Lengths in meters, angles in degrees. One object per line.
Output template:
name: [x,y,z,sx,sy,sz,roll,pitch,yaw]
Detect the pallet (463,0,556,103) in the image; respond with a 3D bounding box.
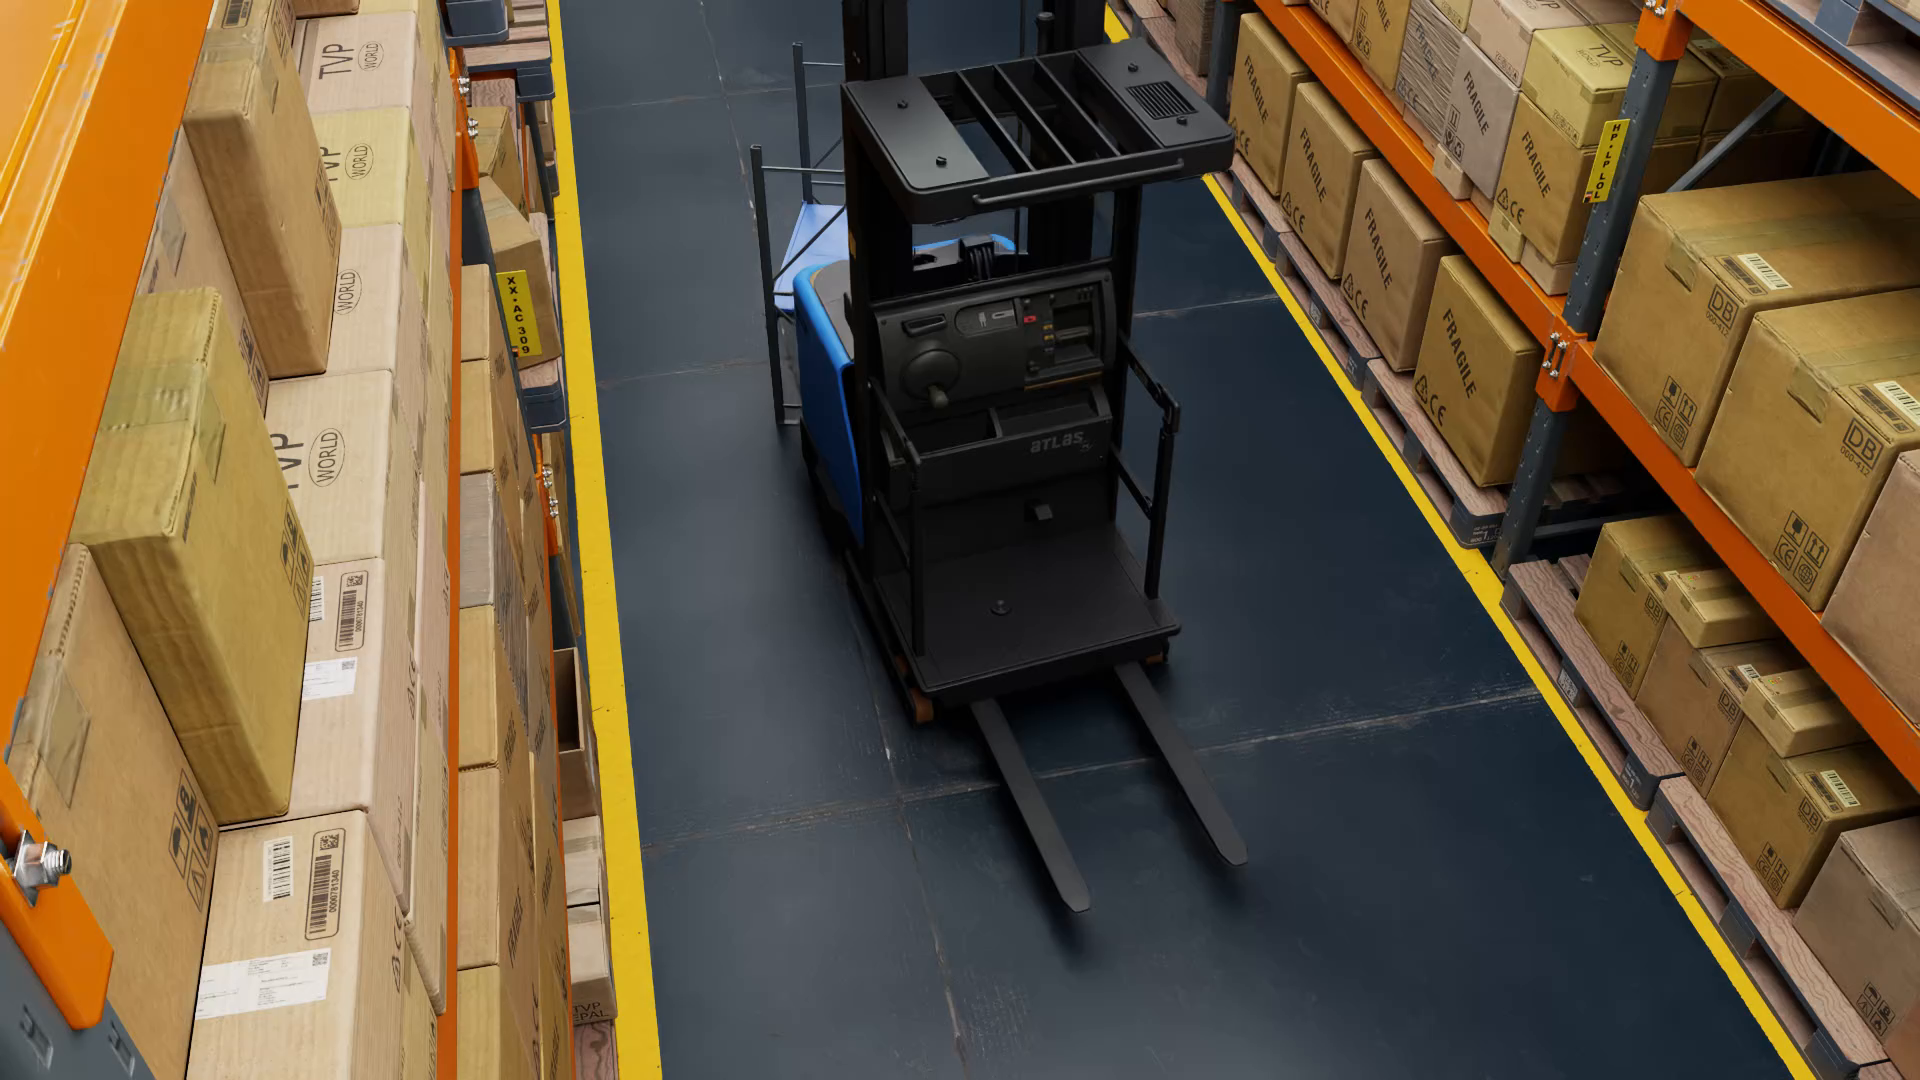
pallet: [-2.624,-2.424,8.147,1.213,0.211,1.003,-8,42,-9]

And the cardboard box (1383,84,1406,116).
cardboard box: [2.234,-2.140,7.857,0.380,0.149,0.250,-7,42,-8]

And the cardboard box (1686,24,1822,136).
cardboard box: [3.016,-1.816,6.439,0.500,0.250,0.500,-7,42,-8]

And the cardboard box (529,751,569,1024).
cardboard box: [-1.279,0.914,4.167,0.500,0.500,0.500,-8,42,-9]

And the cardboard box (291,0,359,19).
cardboard box: [-1.833,-1.555,3.936,0.700,0.500,0.500,-8,42,-9]

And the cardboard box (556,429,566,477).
cardboard box: [-2.069,-0.579,7.477,0.500,0.500,0.500,-8,42,-9]

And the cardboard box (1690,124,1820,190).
cardboard box: [3.007,-1.535,6.687,0.500,0.500,0.500,-10,43,-11]

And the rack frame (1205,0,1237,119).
rack frame: [1.997,-3.637,9.370,1.000,3.000,0.127,-8,42,-9]

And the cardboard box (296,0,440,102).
cardboard box: [-1.606,-1.308,4.223,0.500,0.250,0.500,-8,42,-9]

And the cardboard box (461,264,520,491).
cardboard box: [-1.614,-0.453,4.954,0.500,0.500,0.500,-8,42,-9]

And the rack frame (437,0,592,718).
rack frame: [-1.976,-0.332,5.646,1.000,3.000,0.127,-8,42,-9]

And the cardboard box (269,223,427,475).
cardboard box: [-1.288,-0.335,3.127,0.500,0.250,0.500,-8,42,-9]

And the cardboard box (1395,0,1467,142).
cardboard box: [2.295,-2.120,7.346,0.500,0.500,0.500,-8,42,-9]

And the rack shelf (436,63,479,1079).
rack shelf: [-1.544,0.112,3.429,1.077,0.370,4.000,-8,42,-9]

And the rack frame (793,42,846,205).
rack frame: [-0.549,-1.794,8.423,0.500,1.500,0.032,4,42,5]

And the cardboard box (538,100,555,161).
cardboard box: [-2.665,-2.435,9.771,0.500,0.250,0.500,-8,42,-9]

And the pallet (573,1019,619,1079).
pallet: [-1.562,1.949,5.178,1.003,0.211,1.213,-8,42,-9]

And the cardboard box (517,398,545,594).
cardboard box: [-1.617,-0.082,5.290,0.500,0.500,0.500,-8,42,-9]

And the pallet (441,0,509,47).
pallet: [-2.048,-1.816,5.200,1.213,0.211,1.003,-8,42,-9]

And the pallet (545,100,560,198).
pallet: [-2.979,-2.421,10.100,1.003,0.211,1.213,-8,42,-9]

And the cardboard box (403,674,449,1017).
cardboard box: [-1.070,0.500,2.563,0.500,0.250,0.500,-8,42,-9]

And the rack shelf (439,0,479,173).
rack shelf: [-2.407,-2.481,6.350,1.077,0.370,4.000,-8,42,-9]

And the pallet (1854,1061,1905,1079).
pallet: [3.475,2.084,5.025,1.003,0.211,1.213,-8,42,-9]

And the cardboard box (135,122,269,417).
cardboard box: [-1.477,-0.248,2.464,0.700,0.500,0.500,-8,42,-9]

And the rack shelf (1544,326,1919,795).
rack shelf: [3.292,0.521,5.227,1.077,0.370,4.000,-8,42,-9]

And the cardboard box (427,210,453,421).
cardboard box: [-1.397,-0.472,3.658,0.500,0.250,0.500,-8,42,-9]

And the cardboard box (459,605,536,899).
cardboard box: [-1.284,0.532,3.844,0.500,0.500,0.500,-9,42,-10]

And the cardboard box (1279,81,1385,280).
cardboard box: [2.211,-1.926,8.745,0.750,0.750,0.750,-9,42,-9]

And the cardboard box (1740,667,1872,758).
cardboard box: [2.930,0.577,5.700,0.380,0.149,0.250,-9,42,-11]

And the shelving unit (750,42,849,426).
shelving unit: [-0.602,-1.459,8.045,0.538,1.500,1.048,4,42,5]

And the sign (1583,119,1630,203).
sign: [2.333,-1.364,5.996,0.100,0.325,0.005,-8,42,-9]

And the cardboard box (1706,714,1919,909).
cardboard box: [3.136,0.892,5.834,0.700,0.500,0.500,-7,42,-8]

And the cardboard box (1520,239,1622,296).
cardboard box: [2.511,-1.136,6.727,0.380,0.149,0.250,-8,42,-9]

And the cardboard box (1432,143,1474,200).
cardboard box: [2.307,-1.634,7.287,0.380,0.149,0.250,-8,42,-9]

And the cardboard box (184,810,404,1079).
cardboard box: [-0.969,0.638,2.031,0.500,0.250,0.500,-8,42,-9]

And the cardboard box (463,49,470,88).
cardboard box: [-2.582,-2.107,7.254,0.700,0.500,0.500,-1,42,-1]

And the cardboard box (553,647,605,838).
cardboard box: [-1.576,0.767,5.960,0.500,0.500,0.500,-8,42,-9]

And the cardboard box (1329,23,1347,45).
cardboard box: [2.102,-2.643,8.424,0.380,0.149,0.250,-7,42,-8]

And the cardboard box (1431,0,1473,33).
cardboard box: [2.299,-2.410,7.108,0.500,0.250,0.500,-8,42,-8]

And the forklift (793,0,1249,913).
forklift: [0.217,-0.663,6.071,1.130,2.935,3.031,-13,43,-14]

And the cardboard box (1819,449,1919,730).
cardboard box: [3.280,0.142,4.887,0.980,0.700,0.700,-10,43,-11]

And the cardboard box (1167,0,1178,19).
cardboard box: [1.793,-3.677,10.966,0.700,0.500,0.500,-8,42,-9]
